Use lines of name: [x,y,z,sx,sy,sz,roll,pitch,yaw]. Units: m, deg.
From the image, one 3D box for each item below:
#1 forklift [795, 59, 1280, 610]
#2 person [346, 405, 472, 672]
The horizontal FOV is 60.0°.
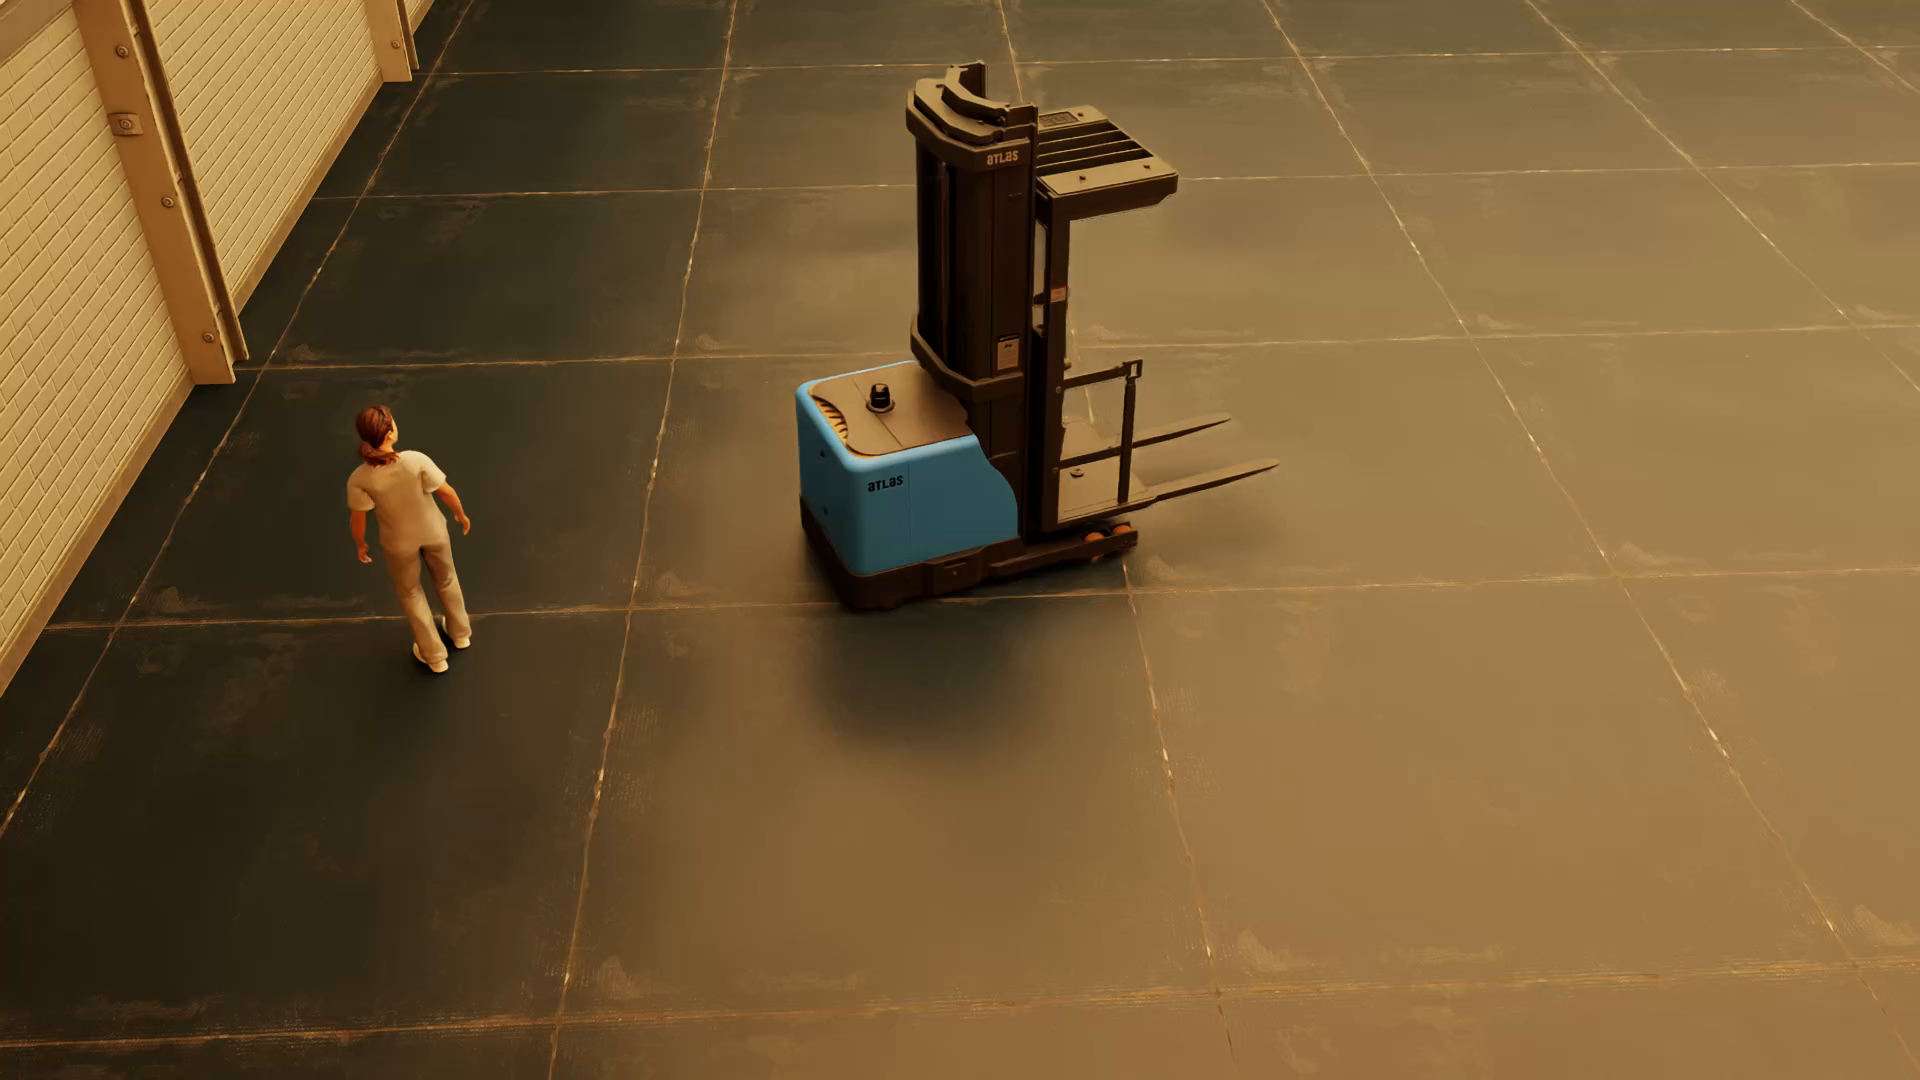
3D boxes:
forklift: [0.560,-1.335,9.843,3.031,2.935,1.130,-14,38,-19]
person: [-3.019,-0.040,9.143,0.621,1.664,0.457,-19,40,-24]
